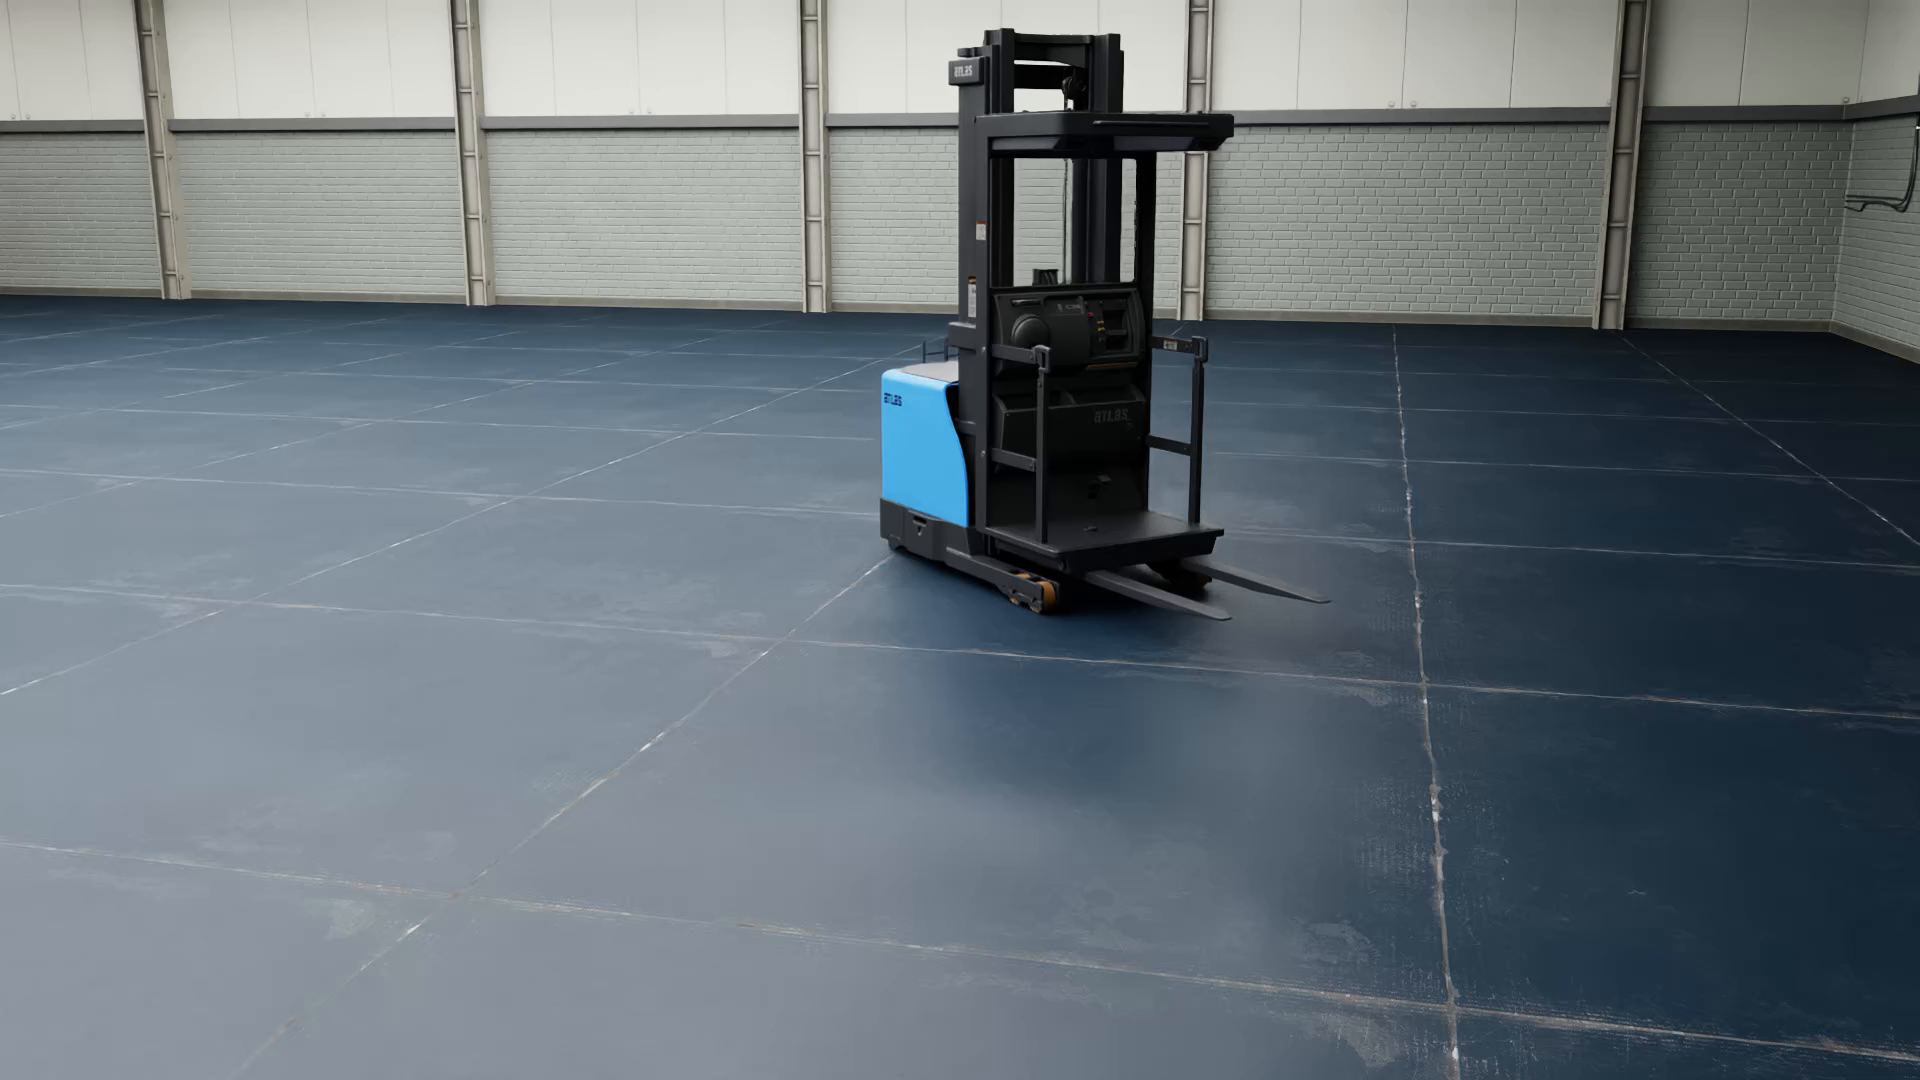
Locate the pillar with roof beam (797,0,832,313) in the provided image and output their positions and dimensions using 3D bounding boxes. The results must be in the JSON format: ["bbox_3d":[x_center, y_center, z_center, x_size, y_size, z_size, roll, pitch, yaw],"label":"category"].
[{"bbox_3d":[-3.329,-7.169,21.769,0.400,9.000,9.100,3,13,14],"label":"pillar with roof beam"}]

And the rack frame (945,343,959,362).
[{"bbox_3d":[-0.011,-0.627,10.289,0.006,1.200,0.240,10,16,39],"label":"rack frame"}]

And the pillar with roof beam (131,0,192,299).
[{"bbox_3d":[-14.980,-7.792,24.576,0.400,9.000,9.100,3,13,14],"label":"pillar with roof beam"}]

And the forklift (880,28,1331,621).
[{"bbox_3d":[0.706,-1.170,8.739,1.130,2.935,3.031,-7,14,-30],"label":"forklift"}]

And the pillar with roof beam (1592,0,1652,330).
[{"bbox_3d":[8.321,-6.546,18.962,0.400,9.000,9.100,3,13,14],"label":"pillar with roof beam"}]

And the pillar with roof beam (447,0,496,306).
[{"bbox_3d":[-9.154,-7.480,23.173,0.400,9.000,9.100,3,13,14],"label":"pillar with roof beam"}]

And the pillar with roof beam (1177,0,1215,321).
[{"bbox_3d":[2.496,-6.857,20.366,0.400,9.000,9.100,3,13,14],"label":"pillar with roof beam"}]

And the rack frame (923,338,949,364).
[{"bbox_3d":[-0.150,-0.652,10.404,0.006,1.200,0.240,10,16,39],"label":"rack frame"}]

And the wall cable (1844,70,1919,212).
[{"bbox_3d":[11.896,-5.504,21.437,0.112,2.526,3.097,3,13,14],"label":"wall cable"}]

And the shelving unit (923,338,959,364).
[{"bbox_3d":[-0.081,-0.640,10.347,0.189,1.200,0.258,10,16,39],"label":"shelving unit"}]
